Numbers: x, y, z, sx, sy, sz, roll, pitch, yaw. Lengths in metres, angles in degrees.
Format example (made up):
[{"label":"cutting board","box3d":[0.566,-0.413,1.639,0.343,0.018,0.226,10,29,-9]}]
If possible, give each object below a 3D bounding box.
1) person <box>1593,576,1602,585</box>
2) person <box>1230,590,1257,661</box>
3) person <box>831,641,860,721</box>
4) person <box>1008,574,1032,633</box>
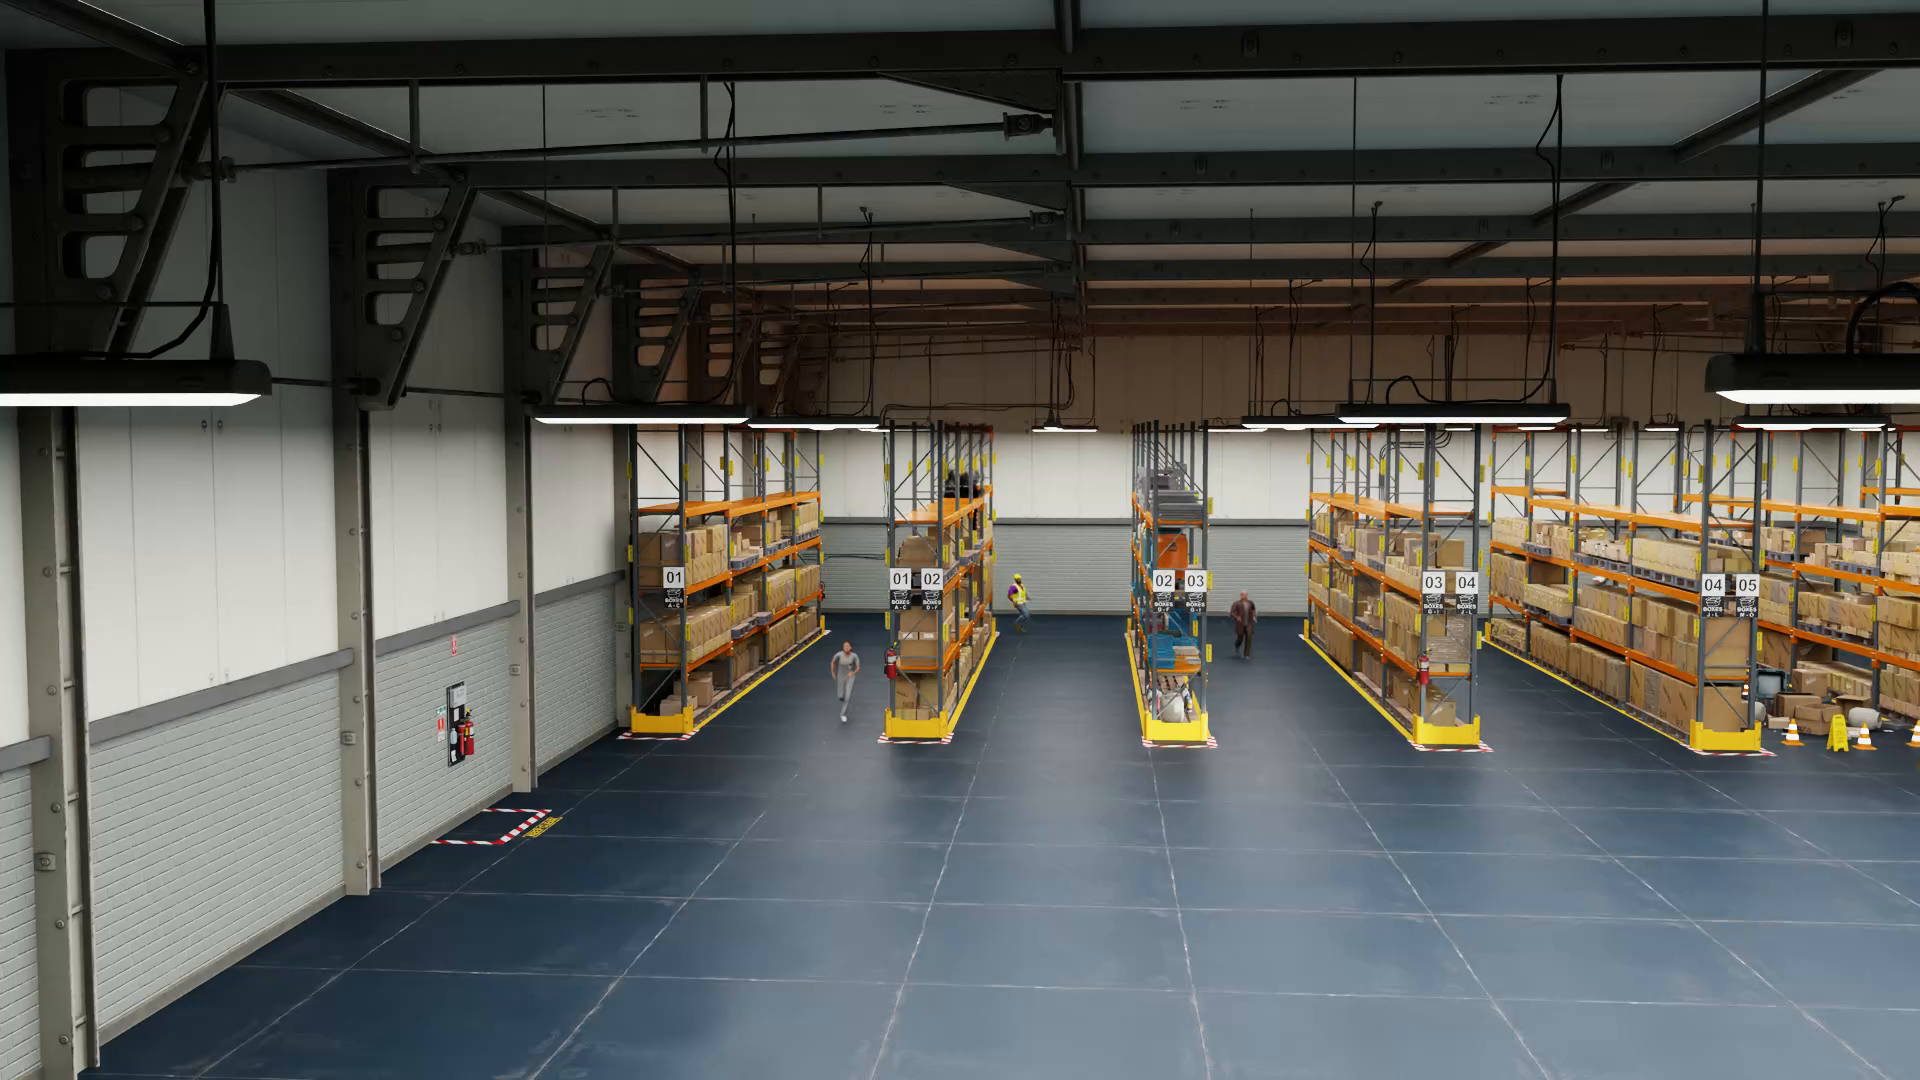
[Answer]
[{"label":"person","box3d":[18.256,1.876,47.340,0.656,1.725,0.645,0,4,3]},{"label":"person","box3d":[7.241,2.160,42.392,0.720,1.759,0.962,0,4,-7]},{"label":"person","box3d":[-2.298,2.817,33.439,0.599,1.620,0.664,0,4,3]},{"label":"person","box3d":[1.743,1.836,47.961,0.519,1.715,0.774,3,4,35]}]
